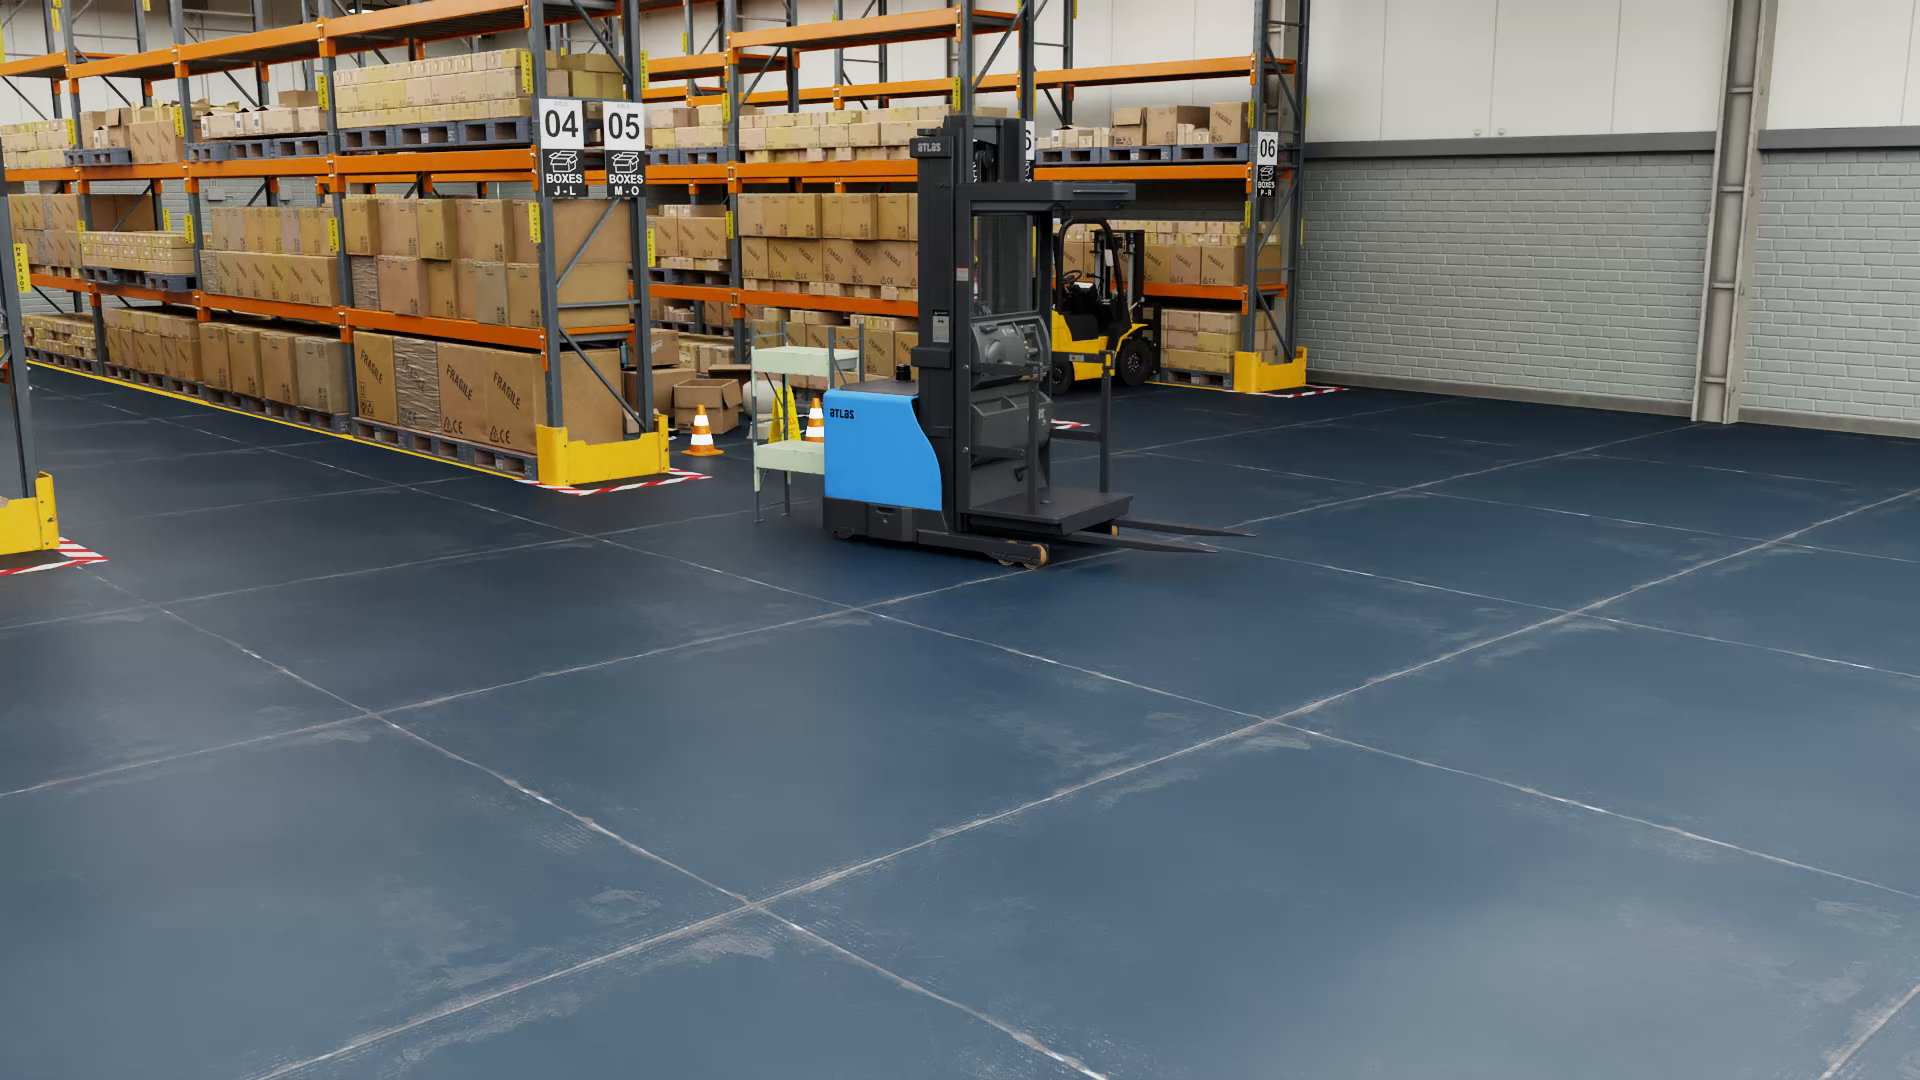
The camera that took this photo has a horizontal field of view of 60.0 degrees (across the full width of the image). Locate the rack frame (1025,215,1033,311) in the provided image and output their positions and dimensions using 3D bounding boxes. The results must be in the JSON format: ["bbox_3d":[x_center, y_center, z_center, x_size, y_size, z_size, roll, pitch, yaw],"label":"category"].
[{"bbox_3d":[0.381,-2.732,17.739,1.000,3.000,0.127,-11,16,-43],"label":"rack frame"}]

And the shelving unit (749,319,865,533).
[{"bbox_3d":[-1.128,-0.861,12.374,0.755,1.500,0.431,8,14,33],"label":"shelving unit"}]

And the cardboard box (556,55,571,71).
[{"bbox_3d":[-3.302,-4.149,14.539,0.380,0.149,0.250,-11,16,-42],"label":"cardboard box"}]

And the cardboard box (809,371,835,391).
[{"bbox_3d":[-1.424,-1.898,19.463,0.500,0.250,0.500,-11,16,-43],"label":"cardboard box"}]

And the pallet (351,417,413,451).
[{"bbox_3d":[-5.423,-1.124,16.843,1.003,0.211,1.213,-11,16,-43],"label":"pallet"}]

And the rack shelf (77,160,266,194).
[{"bbox_3d":[-10.035,-4.604,21.173,1.077,0.370,4.000,-11,16,-43],"label":"rack shelf"}]

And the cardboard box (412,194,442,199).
[{"bbox_3d":[-8.349,-5.340,26.066,0.380,0.149,0.250,-11,16,-44],"label":"cardboard box"}]

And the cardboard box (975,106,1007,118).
[{"bbox_3d":[0.283,-4.549,17.771,0.380,0.149,0.250,-11,16,-43],"label":"cardboard box"}]

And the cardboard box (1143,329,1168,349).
[{"bbox_3d":[2.696,-2.703,22.131,0.500,0.250,0.500,-11,16,-44],"label":"cardboard box"}]

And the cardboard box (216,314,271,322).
[{"bbox_3d":[-8.955,-2.678,20.773,0.500,0.250,0.500,11,16,43],"label":"cardboard box"}]

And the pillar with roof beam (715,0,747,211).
[{"bbox_3d":[-7.261,-7.741,27.185,9.100,9.000,0.400,-11,16,-43],"label":"pillar with roof beam"}]

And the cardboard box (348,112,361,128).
[{"bbox_3d":[-5.706,-4.074,16.153,0.380,0.149,0.250,-11,16,-42],"label":"cardboard box"}]

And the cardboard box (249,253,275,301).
[{"bbox_3d":[-7.496,-2.921,18.406,0.500,0.500,0.500,-11,16,-43],"label":"cardboard box"}]

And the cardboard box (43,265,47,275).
[{"bbox_3d":[-13.078,-3.926,24.157,0.380,0.149,0.250,-10,15,-41],"label":"cardboard box"}]

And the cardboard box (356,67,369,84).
[{"bbox_3d":[-5.534,-4.428,15.896,0.380,0.149,0.250,-11,16,-43],"label":"cardboard box"}]

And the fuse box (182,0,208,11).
[{"bbox_3d":[-14.744,-10.353,31.933,0.513,0.334,0.176,-11,16,-43],"label":"fuse box"}]

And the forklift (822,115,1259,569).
[{"bbox_3d":[0.527,-1.366,11.277,3.031,2.935,1.130,8,14,32],"label":"forklift"}]

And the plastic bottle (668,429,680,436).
[{"bbox_3d":[-3.050,-1.116,17.174,0.283,0.061,0.133,6,13,26],"label":"plastic bottle"}]

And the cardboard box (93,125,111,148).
[{"bbox_3d":[-10.961,-5.252,21.719,0.500,0.311,0.500,-11,16,-43],"label":"cardboard box"}]

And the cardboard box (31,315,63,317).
[{"bbox_3d":[-13.785,-3.316,25.124,0.380,0.149,0.250,-11,16,-42],"label":"cardboard box"}]

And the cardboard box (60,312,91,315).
[{"bbox_3d":[-13.630,-3.422,25.635,0.380,0.149,0.250,-11,16,-42],"label":"cardboard box"}]

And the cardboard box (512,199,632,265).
[{"bbox_3d":[-3.358,-2.690,14.484,0.875,0.550,0.550,-11,16,-43],"label":"cardboard box"}]

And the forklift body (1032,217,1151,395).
[{"bbox_3d":[1.339,-3.031,21.294,2.313,2.155,1.214,-11,16,-43],"label":"forklift body"}]

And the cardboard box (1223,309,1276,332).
[{"bbox_3d":[3.773,-2.870,21.702,0.500,0.250,0.500,-11,16,-43],"label":"cardboard box"}]

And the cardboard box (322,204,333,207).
[{"bbox_3d":[-10.543,-5.496,28.430,0.500,0.500,0.500,-11,16,-44],"label":"cardboard box"}]

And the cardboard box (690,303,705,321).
[{"bbox_3d":[-4.604,-4.194,30.456,0.500,0.311,0.500,-10,15,-41],"label":"cardboard box"}]

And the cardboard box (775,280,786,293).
[{"bbox_3d":[-1.978,-3.038,19.847,0.380,0.149,0.250,-11,16,-43],"label":"cardboard box"}]

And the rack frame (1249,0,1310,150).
[{"bbox_3d":[3.968,-6.363,20.494,1.000,3.000,0.127,-11,16,-43],"label":"rack frame"}]

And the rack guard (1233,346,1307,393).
[{"bbox_3d":[3.985,-2.197,21.334,1.175,0.500,0.348,-11,16,-43],"label":"rack guard"}]

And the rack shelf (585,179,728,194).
[{"bbox_3d":[-5.700,-6.584,30.786,1.077,0.370,4.000,-11,16,-43],"label":"rack shelf"}]

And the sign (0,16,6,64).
[{"bbox_3d":[-6.394,-3.324,11.013,0.100,0.325,0.005,-11,16,-43],"label":"sign"}]

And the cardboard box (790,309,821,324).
[{"bbox_3d":[-1.770,-2.635,19.574,0.380,0.149,0.250,-10,15,-40],"label":"cardboard box"}]

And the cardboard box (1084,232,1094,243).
[{"bbox_3d":[1.913,-4.135,22.694,0.380,0.149,0.250,-11,16,-43],"label":"cardboard box"}]

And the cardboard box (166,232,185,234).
[{"bbox_3d":[-10.099,-3.931,21.667,0.250,0.149,0.380,11,16,43],"label":"cardboard box"}]

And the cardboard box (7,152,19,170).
[{"bbox_3d":[-13.693,-5.580,24.499,0.500,0.250,0.500,-10,15,-41],"label":"cardboard box"}]

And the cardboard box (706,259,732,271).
[{"bbox_3d":[-2.936,-3.435,20.733,0.380,0.149,0.250,-11,16,-42],"label":"cardboard box"}]

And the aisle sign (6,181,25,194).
[{"bbox_3d":[-14.446,-5.605,25.240,0.394,0.787,0.004,-11,16,-43],"label":"aisle sign"}]

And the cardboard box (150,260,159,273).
[{"bbox_3d":[-9.675,-3.360,20.367,0.380,0.149,0.250,-11,16,-42],"label":"cardboard box"}]

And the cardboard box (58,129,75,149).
[{"bbox_3d":[-11.919,-5.451,22.637,0.500,0.250,0.500,11,16,42],"label":"cardboard box"}]

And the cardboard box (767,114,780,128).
[{"bbox_3d":[-2.023,-4.887,19.413,0.250,0.149,0.380,11,16,43],"label":"cardboard box"}]

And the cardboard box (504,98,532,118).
[{"bbox_3d":[-3.604,-3.630,13.996,0.380,0.149,0.250,-11,16,-43],"label":"cardboard box"}]

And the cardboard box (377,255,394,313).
[{"bbox_3d":[-5.232,-2.556,16.510,0.875,0.550,0.550,-11,16,-43],"label":"cardboard box"}]

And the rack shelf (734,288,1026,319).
[{"bbox_3d":[-1.000,-2.672,19.229,1.077,0.370,4.000,-11,16,-43],"label":"rack shelf"}]

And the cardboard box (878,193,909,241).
[{"bbox_3d":[-0.474,-3.536,18.176,0.700,0.500,0.500,-11,16,-42],"label":"cardboard box"}]

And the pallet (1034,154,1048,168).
[{"bbox_3d":[0.588,-5.511,24.265,1.217,0.209,0.805,11,16,43],"label":"pallet"}]

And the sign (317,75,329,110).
[{"bbox_3d":[-6.277,-4.411,16.393,0.100,0.325,0.005,-11,16,-43],"label":"sign"}]

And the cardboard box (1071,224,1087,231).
[{"bbox_3d":[1.744,-4.319,22.850,0.380,0.149,0.250,-10,16,-41],"label":"cardboard box"}]

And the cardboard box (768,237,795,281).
[{"bbox_3d":[-1.916,-3.338,19.693,0.500,0.500,0.500,-11,16,-43],"label":"cardboard box"}]

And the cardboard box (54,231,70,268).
[{"bbox_3d":[-12.313,-4.081,23.300,0.500,0.500,0.500,11,16,44],"label":"cardboard box"}]

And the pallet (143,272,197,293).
[{"bbox_3d":[-9.223,-3.190,20.439,1.213,0.211,1.003,-11,16,-43],"label":"pallet"}]

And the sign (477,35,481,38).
[{"bbox_3d":[-7.522,-7.995,25.908,0.100,0.325,0.005,-11,16,-43],"label":"sign"}]

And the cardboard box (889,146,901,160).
[{"bbox_3d":[-0.549,-4.213,18.115,0.380,0.149,0.250,-11,16,-42],"label":"cardboard box"}]

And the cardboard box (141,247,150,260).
[{"bbox_3d":[-9.866,-3.545,20.532,0.380,0.149,0.250,-11,16,-42],"label":"cardboard box"}]

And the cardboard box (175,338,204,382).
[{"bbox_3d":[-9.298,-2.236,20.486,0.500,0.500,0.500,-11,16,-43],"label":"cardboard box"}]

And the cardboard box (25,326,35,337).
[{"bbox_3d":[-13.854,-3.158,25.092,0.380,0.149,0.250,-11,16,-43],"label":"cardboard box"}]

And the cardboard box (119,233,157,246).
[{"bbox_3d":[-10.395,-3.804,21.049,0.380,0.149,0.250,-10,15,-41],"label":"cardboard box"}]
